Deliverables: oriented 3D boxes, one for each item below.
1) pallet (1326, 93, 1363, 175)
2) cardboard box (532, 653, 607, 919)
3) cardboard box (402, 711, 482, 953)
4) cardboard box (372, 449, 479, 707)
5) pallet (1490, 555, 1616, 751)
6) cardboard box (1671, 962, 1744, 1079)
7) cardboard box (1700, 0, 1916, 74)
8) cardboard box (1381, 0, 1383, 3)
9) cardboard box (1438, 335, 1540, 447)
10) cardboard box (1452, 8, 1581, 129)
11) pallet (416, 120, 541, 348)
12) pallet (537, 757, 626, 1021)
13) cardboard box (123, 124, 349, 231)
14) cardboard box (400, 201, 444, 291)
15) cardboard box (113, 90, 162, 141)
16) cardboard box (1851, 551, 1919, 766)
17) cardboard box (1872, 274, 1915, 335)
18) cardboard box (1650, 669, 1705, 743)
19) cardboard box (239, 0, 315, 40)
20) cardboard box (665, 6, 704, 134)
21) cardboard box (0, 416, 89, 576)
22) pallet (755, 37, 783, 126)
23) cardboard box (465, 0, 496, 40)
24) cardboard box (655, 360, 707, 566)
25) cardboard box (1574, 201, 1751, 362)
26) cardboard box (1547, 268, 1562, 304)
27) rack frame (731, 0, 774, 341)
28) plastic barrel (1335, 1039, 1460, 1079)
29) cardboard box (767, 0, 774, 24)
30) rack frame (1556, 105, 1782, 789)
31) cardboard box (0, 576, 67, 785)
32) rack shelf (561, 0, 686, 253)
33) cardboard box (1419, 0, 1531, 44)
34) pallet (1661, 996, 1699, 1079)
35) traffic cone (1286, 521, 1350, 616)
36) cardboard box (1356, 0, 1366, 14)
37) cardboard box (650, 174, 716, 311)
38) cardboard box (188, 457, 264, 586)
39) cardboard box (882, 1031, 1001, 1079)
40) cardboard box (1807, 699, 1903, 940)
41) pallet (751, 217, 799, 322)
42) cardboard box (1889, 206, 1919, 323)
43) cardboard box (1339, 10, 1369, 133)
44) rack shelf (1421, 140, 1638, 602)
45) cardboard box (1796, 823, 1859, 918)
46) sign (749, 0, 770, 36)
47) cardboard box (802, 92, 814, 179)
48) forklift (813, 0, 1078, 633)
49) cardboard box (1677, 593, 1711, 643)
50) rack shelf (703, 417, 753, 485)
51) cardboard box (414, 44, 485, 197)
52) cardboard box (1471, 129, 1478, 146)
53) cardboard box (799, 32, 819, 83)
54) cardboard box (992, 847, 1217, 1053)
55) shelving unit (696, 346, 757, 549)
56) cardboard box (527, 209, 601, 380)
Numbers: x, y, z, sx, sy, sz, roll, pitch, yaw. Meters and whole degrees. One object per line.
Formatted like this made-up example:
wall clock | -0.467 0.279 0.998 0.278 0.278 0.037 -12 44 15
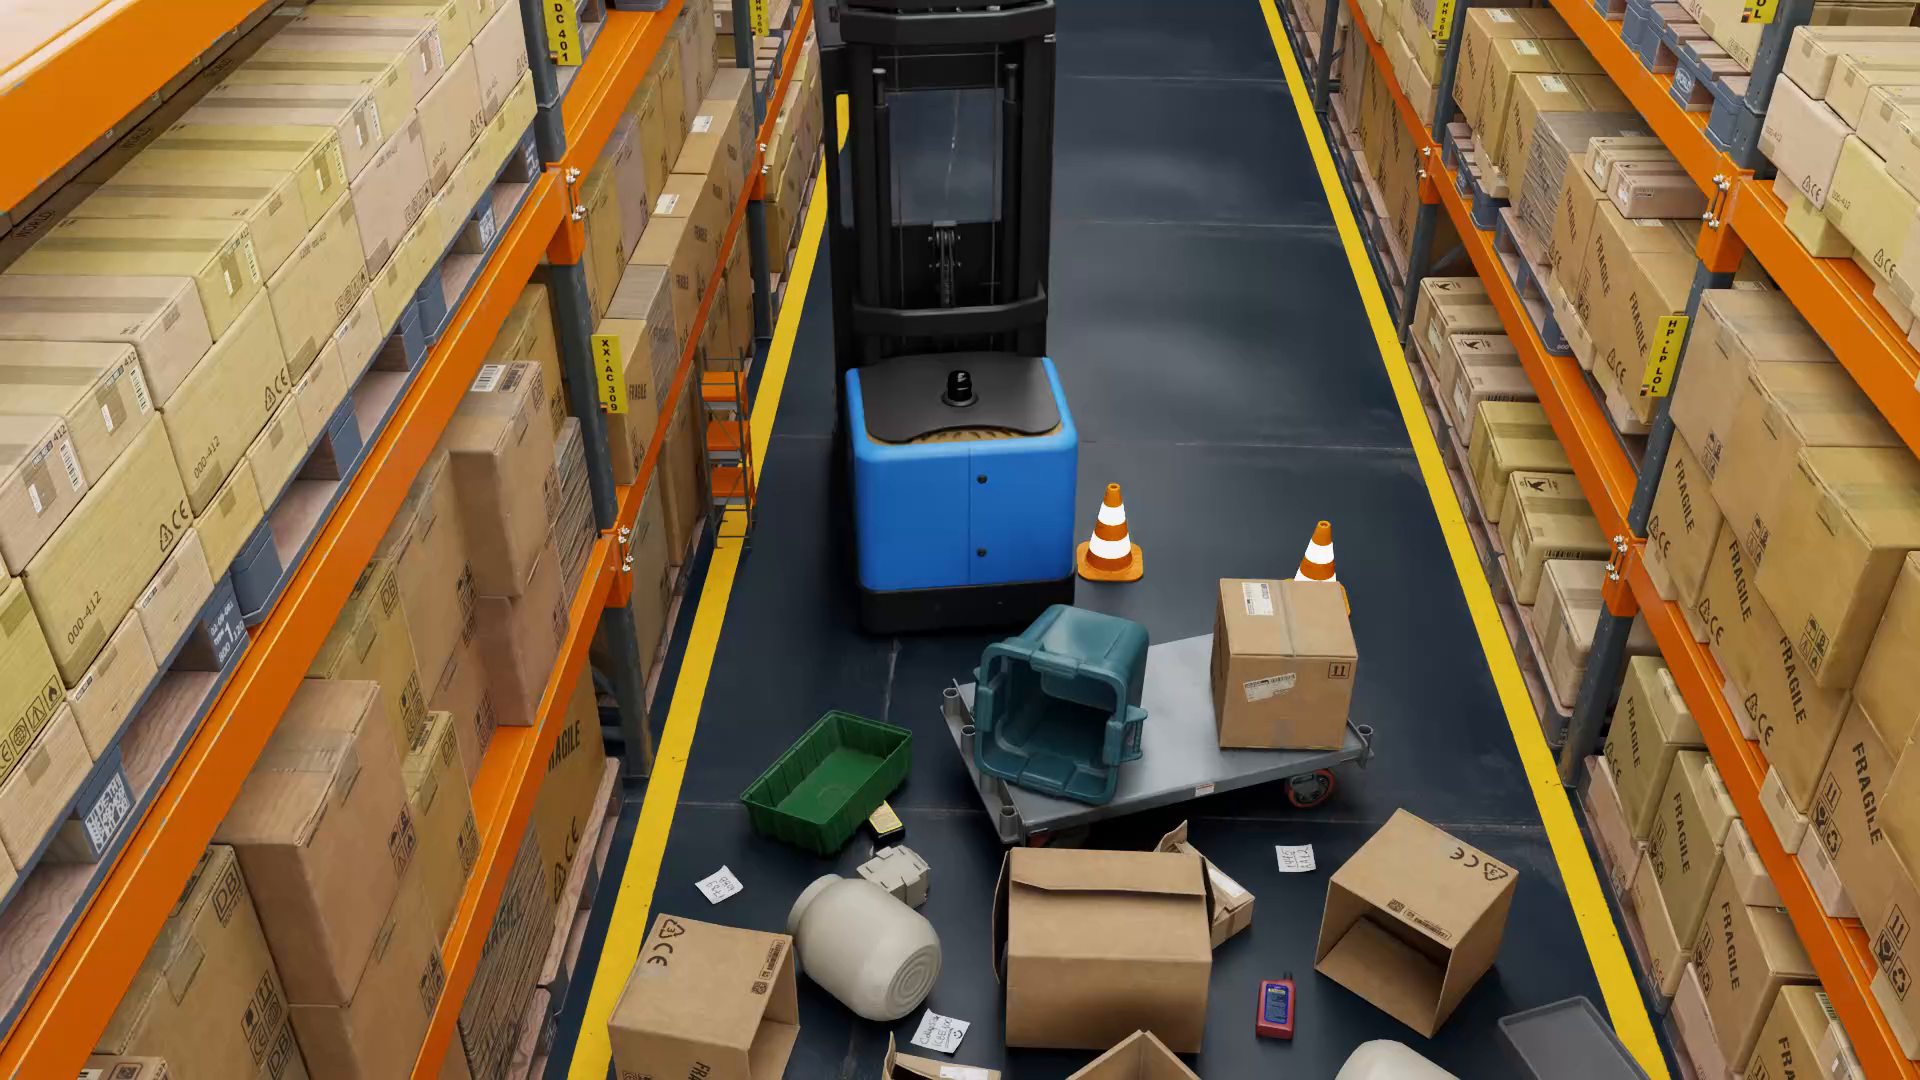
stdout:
pallet | 3.470 -3.189 13.050 1.003 0.211 1.213 1 35 2
cardboard box | -1.941 0.822 6.399 0.875 0.875 0.875 2 35 3
cardboard box | -1.909 0.847 4.751 0.875 0.550 0.500 1 35 2
cardboard box | -1.960 0.099 4.877 0.875 0.550 0.550 1 35 2
pallet | 3.134 0.515 7.779 1.003 0.211 1.213 1 35 2
cardboard box | 2.782 1.719 5.667 0.500 0.250 0.500 1 35 1
cardboard box | 2.983 -1.855 5.883 0.500 0.250 0.500 1 35 1
cardboard box | 3.068 -3.792 11.178 0.500 0.250 0.500 0 35 0
cardboard box | 3.210 -0.825 9.181 0.950 0.372 0.625 1 35 1
cardboard box | 3.015 -2.558 9.016 0.500 0.500 0.500 0 35 1
pallet | -1.889 -0.956 4.916 1.003 0.211 1.213 1 35 2
pallet | -1.955 1.341 6.604 1.003 0.211 1.213 1 35 2
cardboard box | -1.603 -0.808 3.701 0.380 0.149 0.250 2 35 2
cardboard box | -1.582 -0.772 4.343 0.380 0.149 0.250 2 35 3
cardboard box | -2.239 -1.111 4.132 0.380 0.149 0.250 2 35 2
cardboard box | 2.850 0.380 4.331 0.700 0.500 0.500 1 35 2
cardboard box | 2.831 -0.693 4.682 0.380 0.149 0.250 2 35 3
cardboard box | 2.746 0.606 6.035 0.380 0.149 0.250 2 35 3
cardboard box | -2.146 -1.461 4.976 0.500 0.250 0.500 2 35 2
cardboard box | -1.732 -2.435 8.595 0.700 0.500 0.500 1 35 1
cardboard box | -1.654 -0.075 2.658 0.380 0.149 0.250 1 35 1
pallet | -1.763 -2.866 10.332 1.213 0.211 1.003 1 35 2
cardboard box | -1.553 -1.535 4.736 0.380 0.149 0.250 1 35 2
cardboard box | -1.869 -0.399 8.246 1.050 0.750 0.750 1 35 2
cardboard box | 2.912 -1.069 6.897 0.500 0.500 0.500 2 35 2
cardboard box | 2.904 -1.135 7.556 0.380 0.149 0.250 1 35 2
rack frame | -1.685 -2.533 9.691 1.000 3.000 0.127 1 35 2
plastic barrel | 1.514 1.952 5.550 0.512 0.421 0.421 28 44 33
cardboard box | -1.427 -3.472 10.880 0.380 0.149 0.250 2 35 3
rack frame | 3.104 -0.179 6.341 1.000 3.000 0.127 1 35 2
cardboard box | -1.731 0.292 2.483 0.500 0.250 0.500 1 35 2
rack shelf | -1.766 -2.317 7.400 1.077 0.370 4.000 1 35 2
cardboard box | 3.024 -3.230 9.726 0.500 0.500 0.500 0 35 1
pallet | 3.066 2.052 5.593 1.003 0.211 1.213 1 35 2
traffic cone | 1.755 0.115 8.130 0.336 0.463 0.334 1 35 2
cardboard box | 3.088 -3.875 11.732 0.500 0.250 0.500 1 35 2
cardboard box | -1.493 -1.441 8.050 0.500 0.500 0.500 2 35 3
cardboard box | -1.632 -0.044 3.307 0.380 0.149 0.250 1 35 2
cardboard box | -0.075 1.914 5.742 0.396 0.266 0.258 7 36 10
cardboard box | 2.777 0.773 4.641 0.500 0.500 0.500 2 35 2
pallet | -1.653 -1.841 11.132 1.003 0.211 1.213 1 35 2
cardboard box | 2.768 -0.636 4.254 0.500 0.250 0.500 2 35 2
cardboard box | 3.480 -3.719 12.862 0.875 0.875 0.875 2 35 3
rack shelf | 3.184 -1.033 8.183 1.077 0.370 4.000 1 35 2
cardboard box | 2.728 0.978 4.914 0.380 0.149 0.250 1 35 2
sign | -1.131 -2.996 9.343 0.100 0.325 0.005 1 35 2
cardboard box | -1.349 -2.960 12.107 0.500 0.500 0.500 1 35 1
forklift | -0.130 -1.590 8.409 1.130 2.935 3.031 -4 35 -5
cardboard box | 2.813 0.244 5.958 0.380 0.149 0.250 2 35 3
rack shelf | -1.176 -0.449 8.439 0.215 0.259 0.240 0 35 0
cardboard box | -1.630 -1.156 4.542 0.500 0.250 0.500 1 35 2
cardboard box | 3.021 -2.202 9.073 0.380 0.149 0.250 -1 35 -1
cardboard box | -1.336 -3.558 12.306 0.500 0.250 0.500 3 35 4
cardboard box | 0.513 1.480 6.034 0.797 0.637 0.503 1 35 2
shelving unit | -1.176 -0.457 8.433 0.215 1.050 0.252 0 35 0
cardboard box | -1.832 -0.970 6.511 0.700 0.500 0.500 1 35 1
